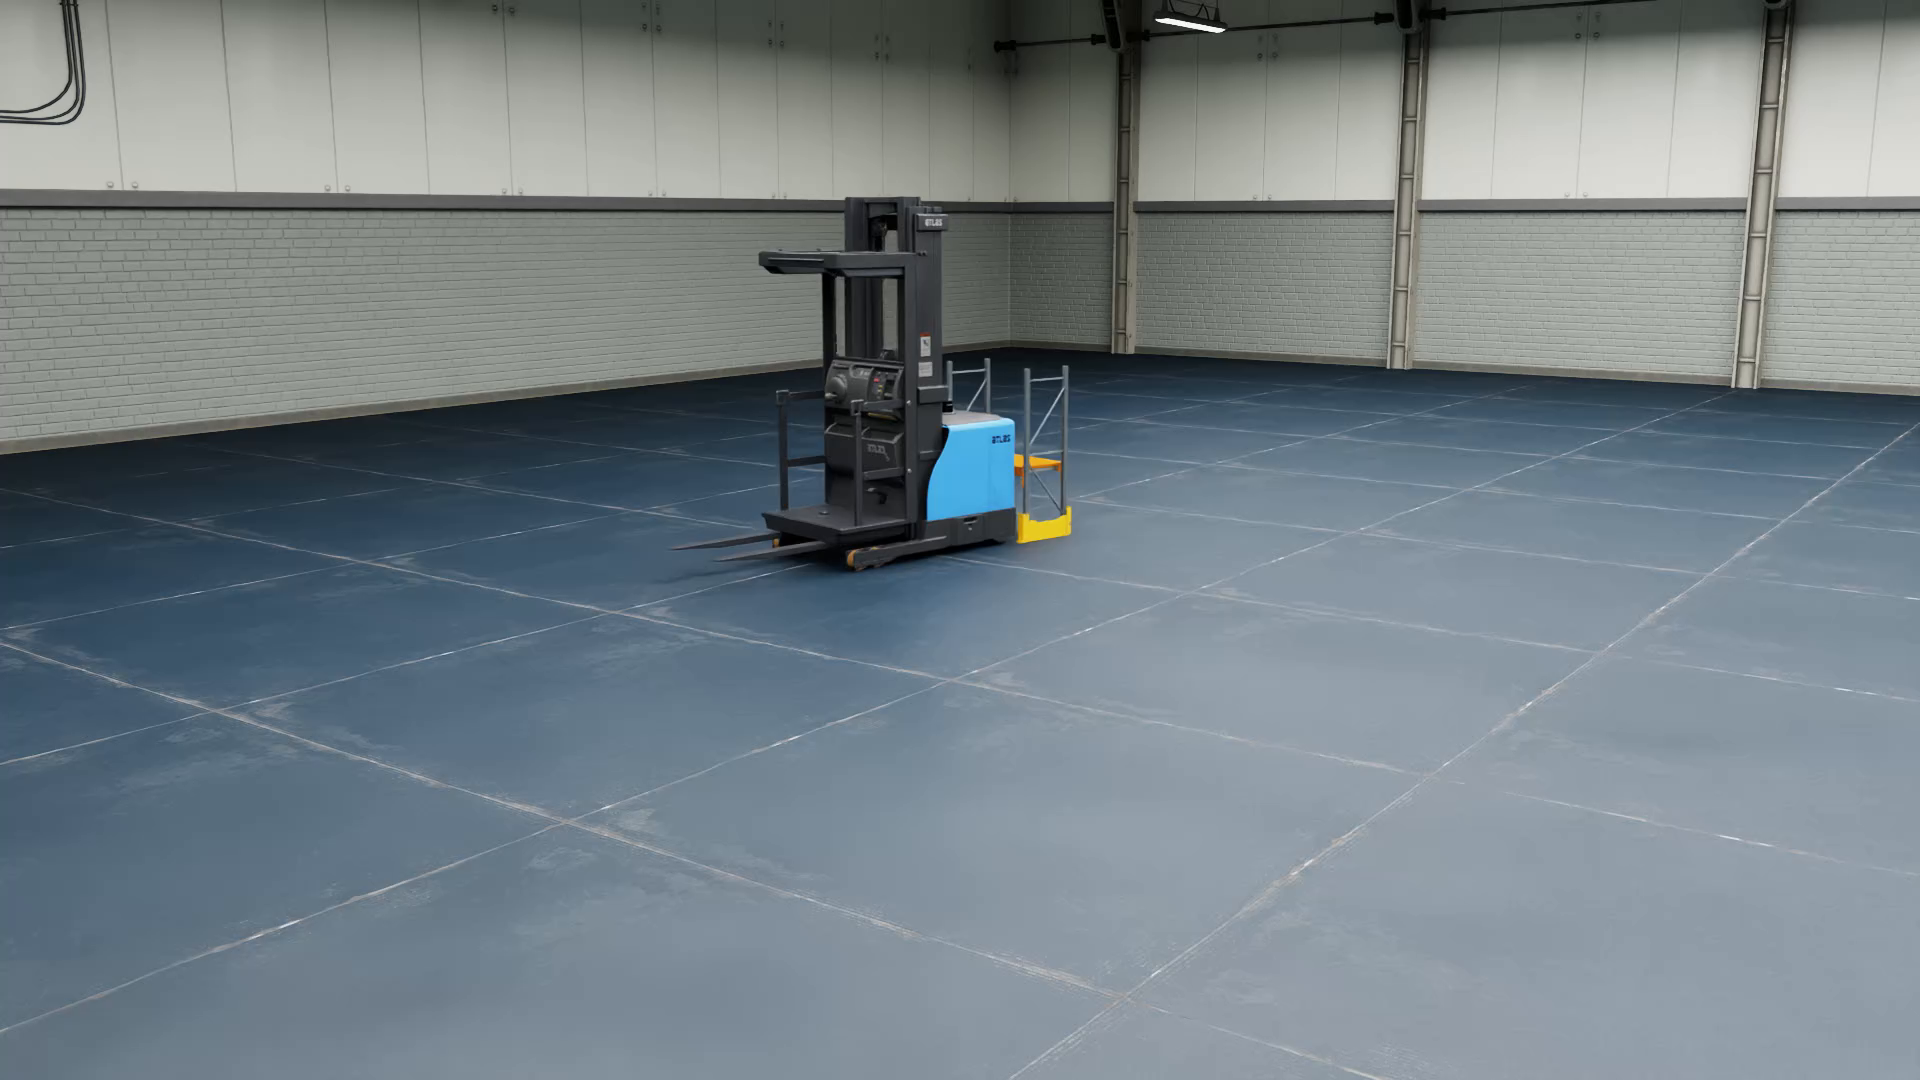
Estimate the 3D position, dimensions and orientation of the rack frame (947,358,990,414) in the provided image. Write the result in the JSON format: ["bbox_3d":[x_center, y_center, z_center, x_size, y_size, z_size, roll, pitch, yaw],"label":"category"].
[{"bbox_3d":[0.076,-0.899,15.228,0.500,1.500,0.032,-9,14,-40],"label":"rack frame"}]

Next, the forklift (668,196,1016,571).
[{"bbox_3d":[-0.945,-1.304,13.552,3.031,2.935,1.130,-10,15,-41],"label":"forklift"}]

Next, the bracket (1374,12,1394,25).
[{"bbox_3d":[7.692,-9.394,29.917,0.430,0.232,0.235,8,13,36],"label":"bracket"}]

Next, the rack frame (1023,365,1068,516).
[{"bbox_3d":[0.744,-0.754,14.476,0.500,1.500,0.032,-9,14,-40],"label":"rack frame"}]

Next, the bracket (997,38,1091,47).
[{"bbox_3d":[1.421,-10.268,34.438,3.189,0.066,0.076,8,13,36],"label":"bracket"}]

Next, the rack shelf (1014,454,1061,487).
[{"bbox_3d":[0.410,-0.650,14.886,0.538,0.185,1.000,-9,14,-40],"label":"rack shelf"}]

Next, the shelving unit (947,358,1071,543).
[{"bbox_3d":[0.416,-0.825,14.845,0.587,1.500,1.083,-9,14,-40],"label":"shelving unit"}]

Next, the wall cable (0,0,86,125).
[{"bbox_3d":[-11.205,-7.141,18.797,0.169,6.003,2.305,8,13,36],"label":"wall cable"}]

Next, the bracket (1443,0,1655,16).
[{"bbox_3d":[10.437,-9.011,27.937,4.783,0.066,0.076,8,13,36],"label":"bracket"}]

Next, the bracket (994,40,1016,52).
[{"bbox_3d":[0.945,-10.335,34.781,0.430,0.232,0.235,8,13,36],"label":"bracket"}]

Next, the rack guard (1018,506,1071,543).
[{"bbox_3d":[0.743,-0.140,14.595,0.587,0.250,0.087,-9,14,-40],"label":"rack guard"}]

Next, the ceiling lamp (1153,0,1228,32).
[{"bbox_3d":[3.579,-9.981,27.060,0.800,3.185,2.000,8,13,36],"label":"ceiling lamp"}]

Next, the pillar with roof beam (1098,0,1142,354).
[{"bbox_3d":[0.852,-7.650,30.379,0.548,9.000,9.100,8,13,36],"label":"pillar with roof beam"}]

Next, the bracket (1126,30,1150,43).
[{"bbox_3d":[3.525,-9.975,32.921,0.430,0.232,0.235,8,13,36],"label":"bracket"}]

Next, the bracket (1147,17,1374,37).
[{"bbox_3d":[5.601,-9.685,31.424,4.783,0.066,0.076,8,13,36],"label":"bracket"}]

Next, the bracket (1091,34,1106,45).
[{"bbox_3d":[2.856,-10.068,33.404,0.430,0.232,0.235,8,13,36],"label":"bracket"}]

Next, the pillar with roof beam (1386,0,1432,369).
[{"bbox_3d":[5.688,-6.975,26.892,0.548,9.000,9.100,8,13,36],"label":"pillar with roof beam"}]

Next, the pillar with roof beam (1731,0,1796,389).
[{"bbox_3d":[10.524,-6.300,23.405,0.548,9.000,9.100,8,13,36],"label":"pillar with roof beam"}]

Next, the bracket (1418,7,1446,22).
[{"bbox_3d":[8.361,-9.300,29.435,0.430,0.232,0.235,8,13,36],"label":"bracket"}]
